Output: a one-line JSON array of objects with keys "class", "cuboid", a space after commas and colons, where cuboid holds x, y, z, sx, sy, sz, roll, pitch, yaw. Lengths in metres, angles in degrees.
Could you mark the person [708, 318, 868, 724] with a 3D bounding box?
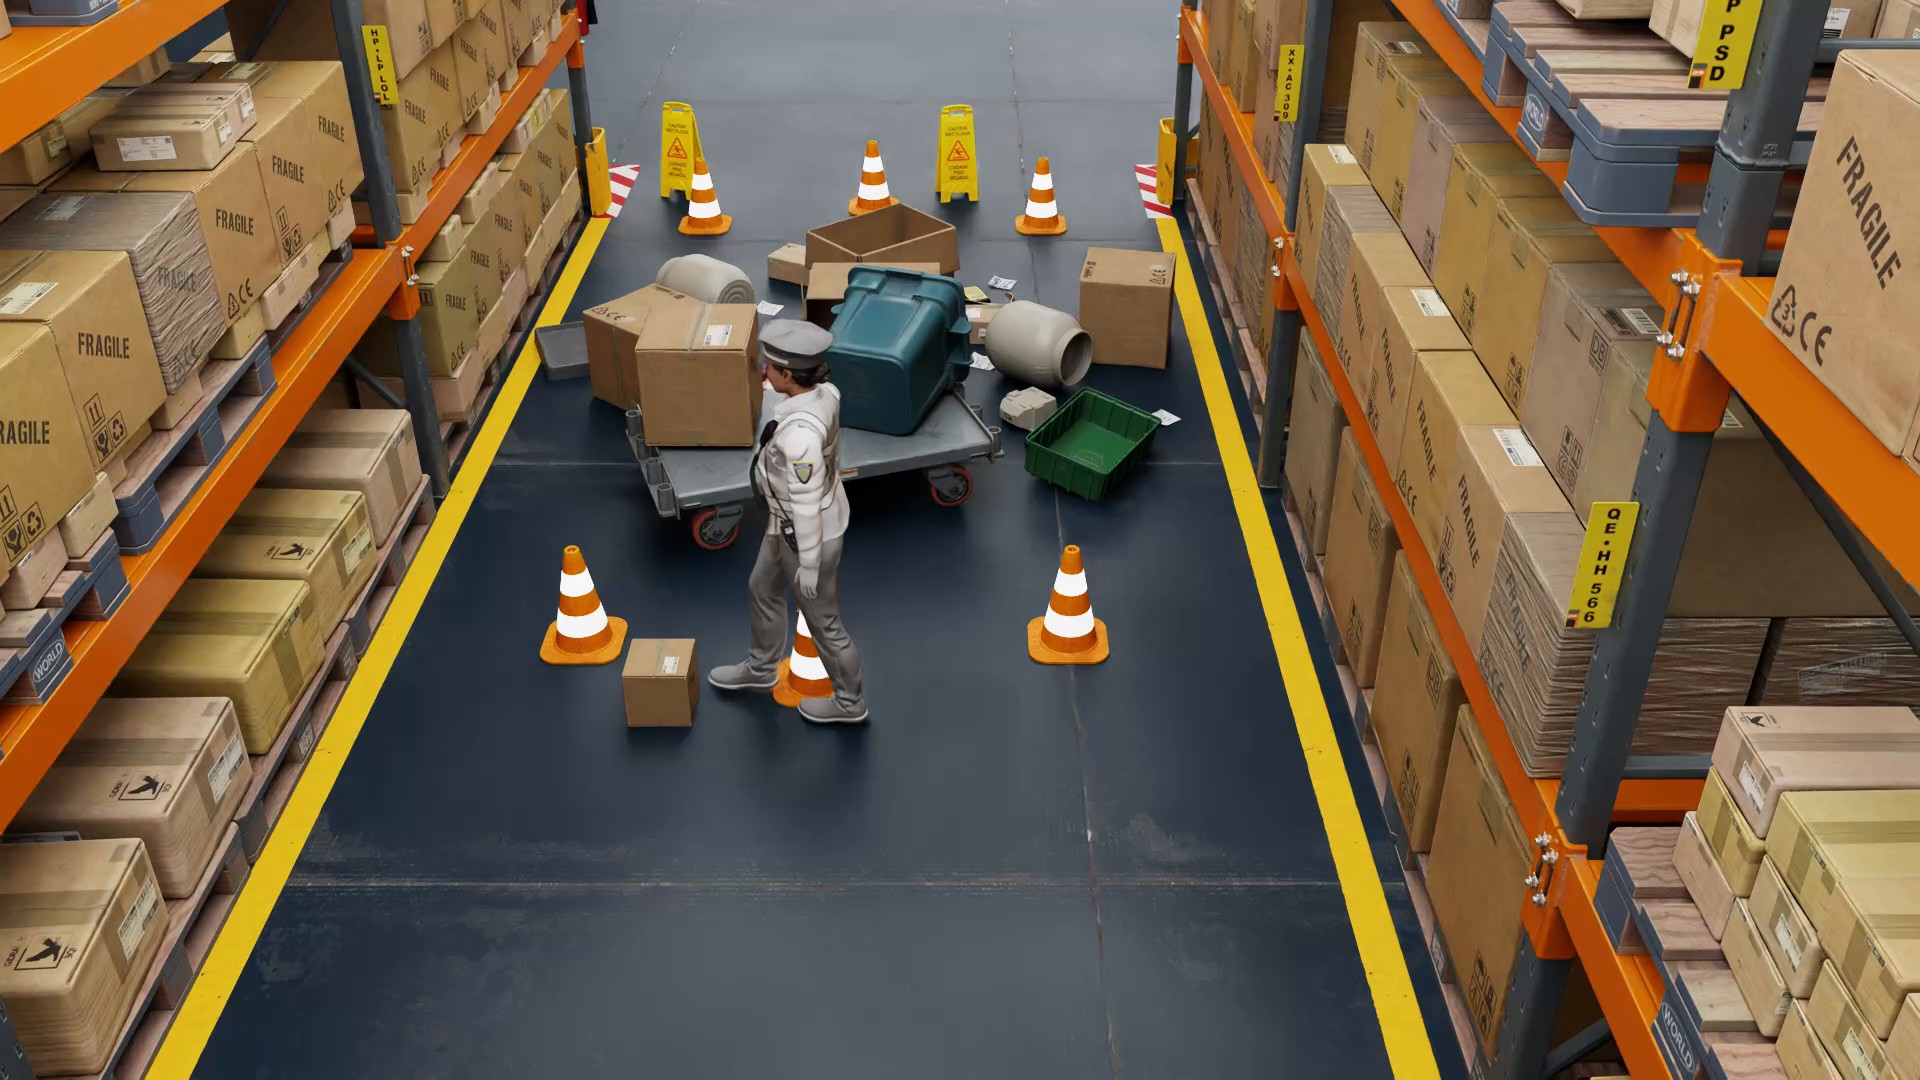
[{"class": "person", "cuboid": [-0.693, -0.032, 6.162, 0.661, 1.664, 0.508, 2, 32, 3]}]
